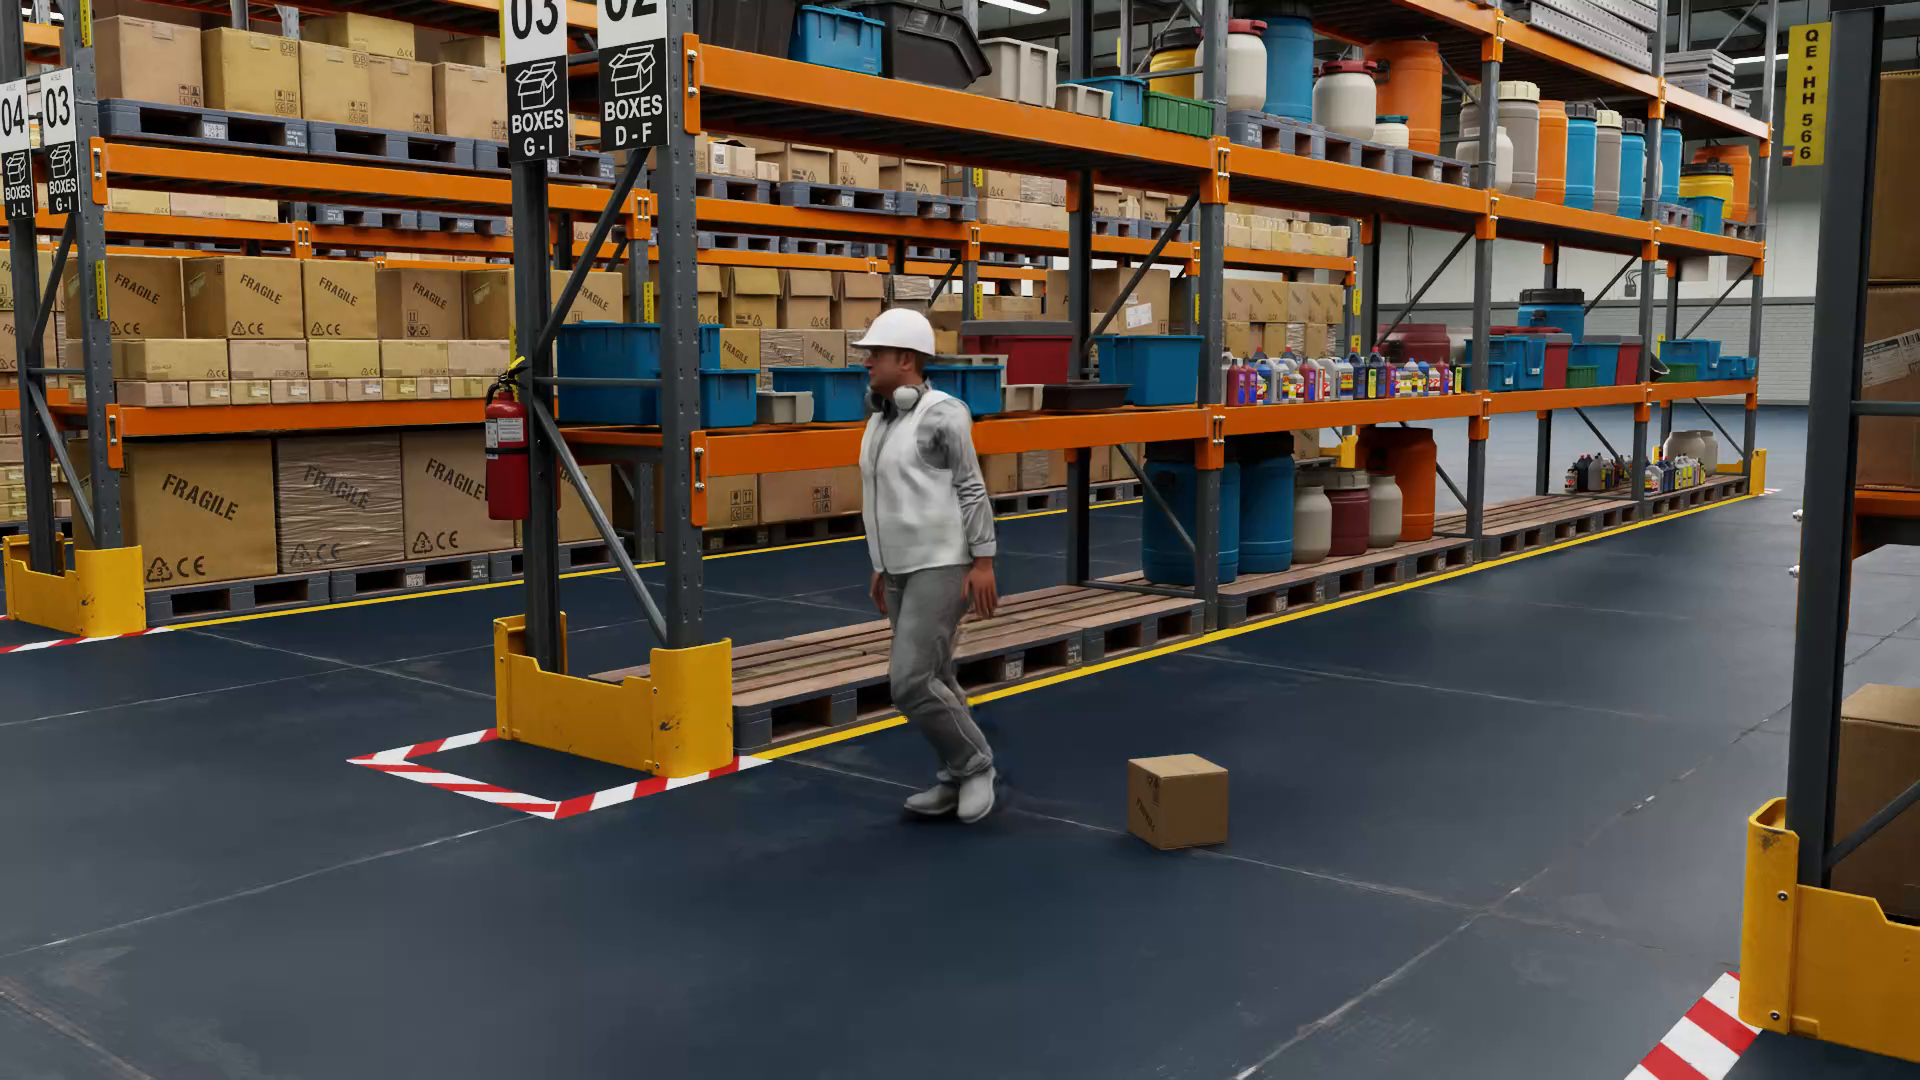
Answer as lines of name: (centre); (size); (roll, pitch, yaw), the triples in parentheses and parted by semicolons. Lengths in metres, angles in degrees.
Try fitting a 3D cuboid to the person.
person: (-0.119, 0.087, 5.752); (0.486, 1.760, 0.591); (-4, 8, -31)
